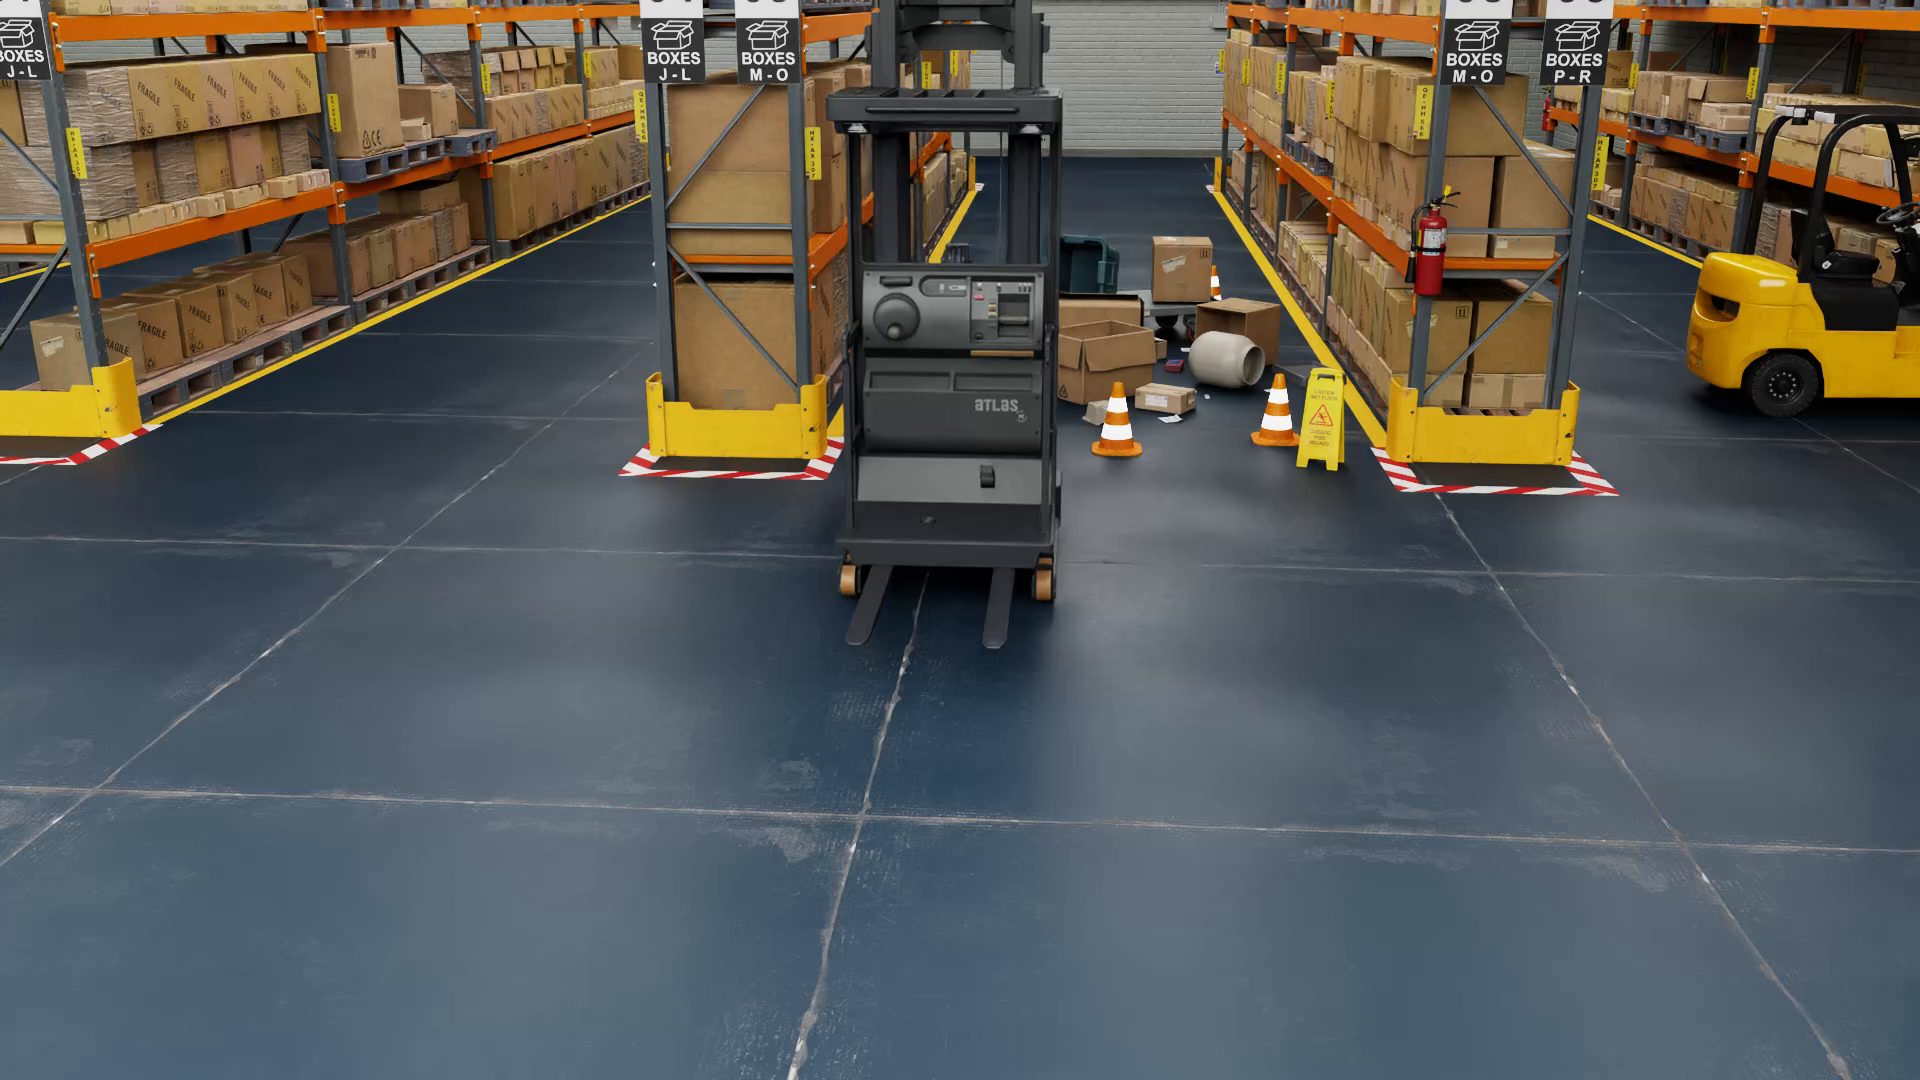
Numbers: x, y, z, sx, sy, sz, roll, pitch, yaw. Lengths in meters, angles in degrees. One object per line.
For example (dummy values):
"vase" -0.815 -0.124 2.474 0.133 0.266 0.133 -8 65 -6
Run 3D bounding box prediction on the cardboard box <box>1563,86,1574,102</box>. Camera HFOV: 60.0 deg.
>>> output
"cardboard box" 9.213 -6.595 24.497 0.500 0.250 0.500 1 18 5

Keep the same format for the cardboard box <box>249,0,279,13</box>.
"cardboard box" -5.966 -4.466 13.657 0.500 0.250 0.500 2 18 5

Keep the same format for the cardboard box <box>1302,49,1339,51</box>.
"cardboard box" 4.445 -5.745 20.371 0.500 0.500 0.500 2 18 6

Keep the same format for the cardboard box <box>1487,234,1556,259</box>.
"cardboard box" 3.683 -1.939 10.926 0.380 0.149 0.250 1 18 4

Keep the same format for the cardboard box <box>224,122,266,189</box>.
"cardboard box" -6.246 -3.159 13.609 0.875 0.500 0.500 1 18 4

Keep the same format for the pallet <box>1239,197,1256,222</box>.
"pallet" 4.445 -4.593 23.103 1.003 0.211 1.213 1 18 4

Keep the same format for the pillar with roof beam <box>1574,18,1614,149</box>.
"pillar with roof beam" 6.348 -10.581 27.263 9.100 9.000 0.400 1 18 4

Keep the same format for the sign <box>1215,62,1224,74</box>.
"sign" 4.936 -8.827 31.110 0.327 0.218 0.001 1 18 4

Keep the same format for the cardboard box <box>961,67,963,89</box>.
"cardboard box" -0.236 -6.577 24.039 0.500 0.500 0.500 2 18 7

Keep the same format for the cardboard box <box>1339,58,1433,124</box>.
"cardboard box" 3.432 -3.574 13.268 0.700 0.500 0.500 1 18 4

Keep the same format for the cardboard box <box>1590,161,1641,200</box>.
"cardboard box" 9.237 -5.054 23.369 0.700 0.500 0.500 1 18 2

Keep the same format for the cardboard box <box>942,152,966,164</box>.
"cardboard box" -0.098 -5.803 25.264 0.380 0.149 0.250 1 18 3

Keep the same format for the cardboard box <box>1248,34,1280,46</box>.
"cardboard box" 4.017 -6.618 21.994 0.380 0.149 0.250 1 18 3

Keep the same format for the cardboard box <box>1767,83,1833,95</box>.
"cardboard box" 9.169 -4.736 18.223 0.500 0.500 0.500 2 18 7

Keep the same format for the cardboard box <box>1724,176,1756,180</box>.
"cardboard box" 9.426 -4.293 20.005 0.380 0.149 0.250 1 18 2

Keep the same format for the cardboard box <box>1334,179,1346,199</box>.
"cardboard box" 3.396 -2.990 14.133 0.380 0.149 0.250 1 18 4

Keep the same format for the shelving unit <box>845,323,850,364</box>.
"shelving unit" -0.547 -0.792 10.153 0.215 1.050 0.252 -11 21 -30

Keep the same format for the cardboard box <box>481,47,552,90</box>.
"cardboard box" -5.671 -6.018 21.201 0.797 0.503 0.637 1 18 5

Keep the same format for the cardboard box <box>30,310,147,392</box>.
"cardboard box" -6.371 -1.384 12.169 0.500 0.500 0.500 5 19 14

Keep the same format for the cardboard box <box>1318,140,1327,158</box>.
"cardboard box" 3.519 -3.608 15.346 0.380 0.149 0.250 1 18 3

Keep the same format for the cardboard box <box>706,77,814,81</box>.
"cardboard box" -1.480 -2.908 11.506 0.875 0.550 0.550 1 18 4

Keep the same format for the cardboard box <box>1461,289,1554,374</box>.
"cardboard box" 3.787 -1.458 11.593 0.500 0.500 0.500 1 18 2

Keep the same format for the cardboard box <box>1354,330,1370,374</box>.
"cardboard box" 3.318 -1.431 12.713 0.500 0.250 0.500 1 18 2

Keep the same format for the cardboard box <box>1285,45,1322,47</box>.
"cardboard box" 4.588 -6.349 22.217 0.500 0.500 0.500 1 18 4

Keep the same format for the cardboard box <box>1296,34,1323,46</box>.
"cardboard box" 4.594 -6.607 21.962 0.380 0.149 0.250 1 18 3

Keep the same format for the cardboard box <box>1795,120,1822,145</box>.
"cardboard box" 8.608 -4.049 16.399 0.500 0.250 0.500 1 18 3

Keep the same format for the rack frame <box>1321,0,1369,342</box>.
"rack frame" 3.739 -3.200 14.370 1.000 3.000 0.127 1 18 4

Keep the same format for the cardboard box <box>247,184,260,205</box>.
"cardboard box" -6.007 -2.841 13.679 0.380 0.149 0.250 1 18 4

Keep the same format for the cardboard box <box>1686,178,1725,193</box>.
"cardboard box" 8.882 -4.222 19.790 0.380 0.149 0.250 0 18 1

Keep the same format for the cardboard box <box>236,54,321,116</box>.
"cardboard box" -5.904 -3.939 14.383 0.500 0.500 0.500 1 18 4

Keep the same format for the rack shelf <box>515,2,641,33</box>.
"rack shelf" -5.429 -7.610 24.169 1.077 0.370 4.000 1 18 4

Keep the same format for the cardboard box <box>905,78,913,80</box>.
"cardboard box" -0.561 -5.592 20.446 0.380 0.149 0.250 0 18 1

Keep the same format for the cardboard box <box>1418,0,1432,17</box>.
"cardboard box" 3.183 -3.458 10.746 0.380 0.149 0.250 1 18 4

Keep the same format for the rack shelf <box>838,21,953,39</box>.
"rack shelf" -0.776 -6.226 19.944 1.077 0.370 4.000 1 18 4

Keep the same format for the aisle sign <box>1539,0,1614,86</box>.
"aisle sign" 3.757 -3.166 10.094 0.394 0.787 0.004 1 18 4

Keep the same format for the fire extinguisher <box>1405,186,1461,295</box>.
"fire extinguisher" 2.984 -1.895 10.514 0.296 0.674 0.183 1 18 4

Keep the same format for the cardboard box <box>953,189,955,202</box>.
"cardboard box" -0.267 -4.797 23.148 0.380 0.149 0.250 2 18 6

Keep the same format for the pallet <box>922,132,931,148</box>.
"pallet" -0.974 -4.654 19.116 1.213 0.211 1.003 1 18 4

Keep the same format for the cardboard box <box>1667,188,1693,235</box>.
"cardboard box" 8.892 -3.960 20.030 0.500 0.500 0.500 1 18 2

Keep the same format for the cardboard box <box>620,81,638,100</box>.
"cardboard box" -5.129 -6.746 24.956 0.500 0.250 0.500 1 18 2

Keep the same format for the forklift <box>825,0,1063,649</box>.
"forklift" -0.048 -1.186 8.337 1.130 2.935 3.031 1 18 4

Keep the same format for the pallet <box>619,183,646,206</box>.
"pallet" -5.355 -5.195 24.937 1.003 0.211 1.213 1 18 4

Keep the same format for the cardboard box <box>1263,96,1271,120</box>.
"cardboard box" 3.856 -5.083 19.556 0.500 0.250 0.500 1 18 2

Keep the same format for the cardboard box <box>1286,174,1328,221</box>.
"cardboard box" 4.158 -3.844 19.076 0.875 0.875 0.875 1 18 3

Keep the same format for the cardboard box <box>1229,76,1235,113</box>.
"cardboard box" 4.215 -6.516 24.331 0.500 0.500 0.500 1 18 4

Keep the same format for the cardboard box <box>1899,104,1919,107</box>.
"cardboard box" 9.085 -4.023 15.680 0.380 0.149 0.250 1 18 4

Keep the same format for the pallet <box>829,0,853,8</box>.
"pallet" -1.365 -4.030 12.230 1.003 0.211 1.213 1 18 4

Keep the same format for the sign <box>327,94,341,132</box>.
"sign" -5.604 -3.822 14.881 0.100 0.325 0.005 1 18 4

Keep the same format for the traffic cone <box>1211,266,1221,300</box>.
"traffic cone" 2.431 -2.410 16.036 0.336 0.463 0.334 1 18 4

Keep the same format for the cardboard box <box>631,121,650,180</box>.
"cardboard box" -5.252 -6.137 26.073 0.875 0.875 0.875 1 18 4

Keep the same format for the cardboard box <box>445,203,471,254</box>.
"cardboard box" -5.887 -3.476 18.521 0.700 0.500 0.500 0 18 1

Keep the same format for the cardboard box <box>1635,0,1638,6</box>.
"cardboard box" 8.994 -6.999 21.551 0.380 0.149 0.250 1 18 4

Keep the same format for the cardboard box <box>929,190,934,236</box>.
"cardboard box" -0.582 -3.903 19.857 0.500 0.500 0.500 1 18 5

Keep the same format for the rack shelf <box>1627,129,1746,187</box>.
"rack shelf" 9.120 -4.612 19.835 1.077 0.370 4.000 1 18 4

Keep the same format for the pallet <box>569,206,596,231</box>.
"pallet" -5.553 -4.339 22.326 1.003 0.211 1.213 1 18 4
